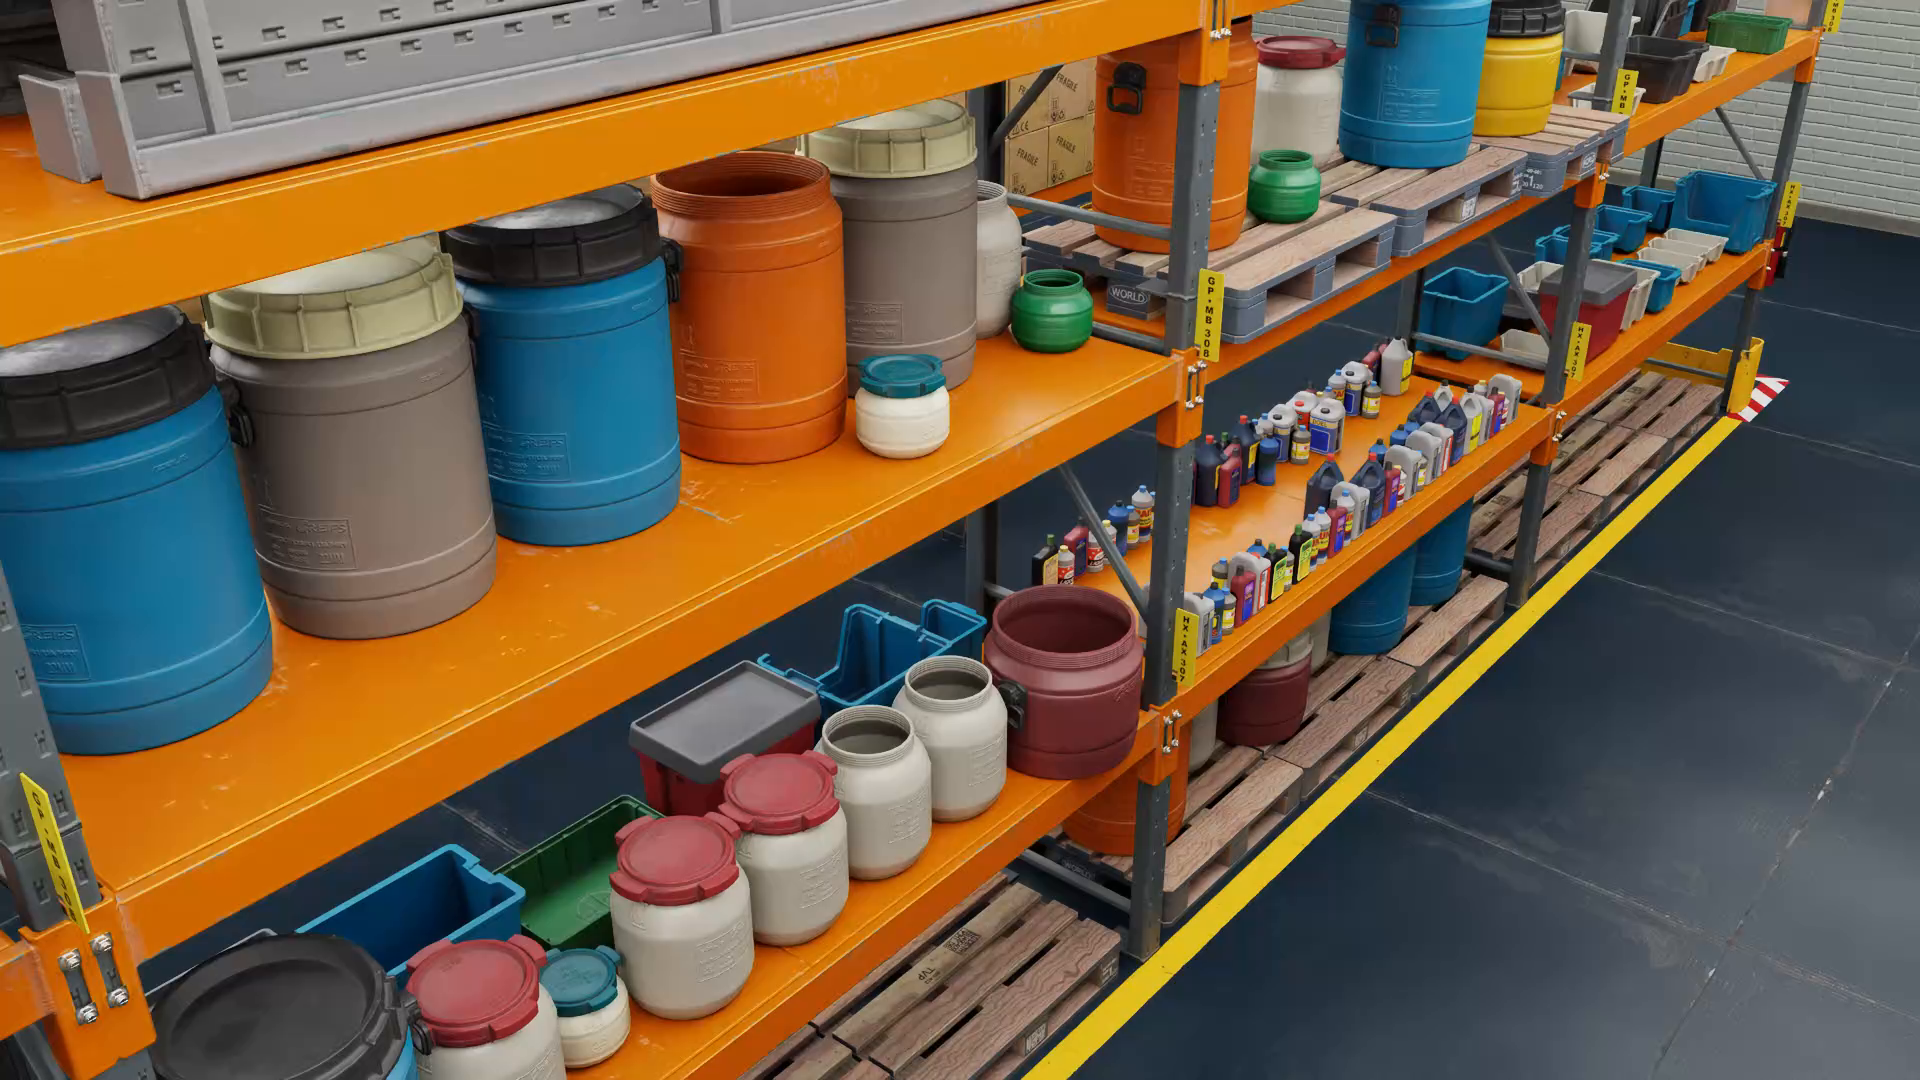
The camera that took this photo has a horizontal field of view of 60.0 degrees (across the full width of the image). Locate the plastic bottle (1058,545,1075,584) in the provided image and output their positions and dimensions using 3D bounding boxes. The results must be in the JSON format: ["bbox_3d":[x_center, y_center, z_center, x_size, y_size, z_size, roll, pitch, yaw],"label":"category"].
[{"bbox_3d":[0.465,0.122,7.467,0.097,0.201,0.097,0,27,0],"label":"plastic bottle"}]

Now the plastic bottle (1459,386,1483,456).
[{"bbox_3d":[2.661,-0.638,8.772,0.144,0.351,0.185,21,34,34],"label":"plastic bottle"}]

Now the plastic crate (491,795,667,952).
[{"bbox_3d":[-1.205,1.149,5.494,0.450,0.188,0.662,21,34,34],"label":"plastic crate"}]

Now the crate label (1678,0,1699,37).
[{"bbox_3d":[4.702,-3.533,11.212,0.408,0.251,0.502,21,34,34],"label":"crate label"}]

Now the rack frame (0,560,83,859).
[{"bbox_3d":[-2.095,-0.909,2.714,1.000,3.000,0.127,21,34,34],"label":"rack frame"}]

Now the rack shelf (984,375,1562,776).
[{"bbox_3d":[1.721,-0.053,8.370,1.077,0.370,4.000,21,34,34],"label":"rack shelf"}]

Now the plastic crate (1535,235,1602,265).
[{"bbox_3d":[4.098,-1.887,11.250,0.416,0.233,0.300,21,34,34],"label":"plastic crate"}]

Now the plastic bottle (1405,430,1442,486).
[{"bbox_3d":[2.353,-0.436,8.463,0.152,0.276,0.135,21,34,34],"label":"plastic bottle"}]

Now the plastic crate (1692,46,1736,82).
[{"bbox_3d":[4.415,-2.909,10.132,0.437,0.136,0.530,21,34,34],"label":"plastic crate"}]

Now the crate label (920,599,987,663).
[{"bbox_3d":[-0.108,0.451,6.795,0.303,0.233,0.416,21,34,34],"label":"crate label"}]

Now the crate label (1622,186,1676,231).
[{"bbox_3d":[5.127,-2.460,12.358,0.416,0.233,0.303,21,34,34],"label":"crate label"}]

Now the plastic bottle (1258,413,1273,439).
[{"bbox_3d":[1.574,-0.528,8.645,0.097,0.271,0.097,0,27,0],"label":"plastic bottle"}]

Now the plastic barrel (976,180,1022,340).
[{"bbox_3d":[0.015,-1.024,6.079,0.421,0.512,0.421,0,27,0],"label":"plastic barrel"}]

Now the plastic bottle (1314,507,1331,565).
[{"bbox_3d":[1.657,-0.026,7.675,0.097,0.271,0.097,0,27,0],"label":"plastic bottle"}]

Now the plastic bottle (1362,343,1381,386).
[{"bbox_3d":[2.346,-0.977,9.500,0.061,0.283,0.133,21,34,34],"label":"plastic bottle"}]

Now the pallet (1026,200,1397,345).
[{"bbox_3d":[1.011,-1.154,6.657,1.003,0.211,1.213,21,34,34],"label":"pallet"}]

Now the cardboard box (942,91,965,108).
[{"bbox_3d":[-0.310,-3.104,12.288,0.500,0.500,0.500,22,34,36],"label":"cardboard box"}]

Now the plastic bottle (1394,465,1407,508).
[{"bbox_3d":[2.153,-0.271,8.226,0.097,0.201,0.097,0,27,0],"label":"plastic bottle"}]

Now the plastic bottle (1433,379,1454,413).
[{"bbox_3d":[2.550,-0.680,8.853,0.144,0.351,0.185,21,34,34],"label":"plastic bottle"}]

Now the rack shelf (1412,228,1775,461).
[{"bbox_3d":[4.266,-1.471,11.111,1.077,0.370,4.000,21,34,34],"label":"rack shelf"}]

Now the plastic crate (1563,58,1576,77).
[{"bbox_3d":[3.509,-2.859,10.033,0.293,0.136,0.466,21,34,34],"label":"plastic crate"}]

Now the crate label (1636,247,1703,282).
[{"bbox_3d":[4.805,-1.862,11.307,0.396,0.136,0.243,21,34,34],"label":"crate label"}]

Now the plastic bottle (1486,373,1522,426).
[{"bbox_3d":[2.992,-0.792,9.151,0.152,0.276,0.135,21,34,34],"label":"plastic bottle"}]

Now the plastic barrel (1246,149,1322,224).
[{"bbox_3d":[1.301,-1.421,6.680,0.294,0.245,0.294,0,27,0],"label":"plastic barrel"}]

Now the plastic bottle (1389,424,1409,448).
[{"bbox_3d":[2.245,-0.464,8.522,0.097,0.271,0.097,0,27,0],"label":"plastic bottle"}]

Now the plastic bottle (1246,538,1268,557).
[{"bbox_3d":[1.316,0.120,7.393,0.097,0.271,0.097,0,27,0],"label":"plastic bottle"}]

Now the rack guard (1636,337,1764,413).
[{"bbox_3d":[5.543,-1.401,12.915,1.175,0.500,0.348,21,34,34],"label":"rack guard"}]

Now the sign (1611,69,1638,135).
[{"bbox_3d":[3.417,-2.256,8.572,0.100,0.325,0.005,21,34,34],"label":"sign"}]

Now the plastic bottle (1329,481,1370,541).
[{"bbox_3d":[1.856,-0.159,7.927,0.152,0.276,0.135,21,34,34],"label":"plastic bottle"}]

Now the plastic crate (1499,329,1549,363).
[{"bbox_3d":[3.400,-1.114,9.860,0.396,0.136,0.243,21,34,34],"label":"plastic crate"}]

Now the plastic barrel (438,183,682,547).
[{"bbox_3d":[-1.107,-0.507,4.656,0.600,0.901,0.708,21,34,34],"label":"plastic barrel"}]

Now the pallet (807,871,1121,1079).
[{"bbox_3d":[-0.074,1.839,6.966,1.003,0.211,1.213,21,34,34],"label":"pallet"}]

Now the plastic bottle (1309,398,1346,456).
[{"bbox_3d":[1.933,-0.601,8.781,0.152,0.276,0.135,21,34,34],"label":"plastic bottle"}]

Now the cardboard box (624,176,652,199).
[{"bbox_3d":[-1.902,-2.117,11.011,0.700,0.500,0.500,12,30,22],"label":"cardboard box"}]

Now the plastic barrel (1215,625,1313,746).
[{"bbox_3d":[1.466,0.643,8.410,0.600,0.588,0.708,21,34,34],"label":"plastic barrel"}]

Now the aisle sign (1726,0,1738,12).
[{"bbox_3d":[5.354,-3.766,11.937,0.394,0.787,0.004,21,34,34],"label":"aisle sign"}]

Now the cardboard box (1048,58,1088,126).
[{"bbox_3d":[0.673,-3.652,13.348,0.500,0.500,0.500,22,35,36],"label":"cardboard box"}]

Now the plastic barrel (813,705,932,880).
[{"bbox_3d":[-0.308,0.864,5.694,0.421,0.512,0.421,0,27,0],"label":"plastic barrel"}]

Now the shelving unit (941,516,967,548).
[{"bbox_3d":[0.034,-0.485,10.545,0.215,1.050,0.252,21,34,34],"label":"shelving unit"}]

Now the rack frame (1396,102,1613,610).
[{"bbox_3d":[2.993,-1.081,9.575,1.000,3.000,0.127,21,34,34],"label":"rack frame"}]

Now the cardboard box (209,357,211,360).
[{"bbox_3d":[-4.089,-0.812,9.152,0.500,0.311,0.500,20,34,34],"label":"cardboard box"}]

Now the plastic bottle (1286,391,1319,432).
[{"bbox_3d":[1.816,-0.645,8.867,0.152,0.276,0.135,21,34,34],"label":"plastic bottle"}]

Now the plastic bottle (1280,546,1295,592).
[{"bbox_3d":[1.448,0.122,7.466,0.097,0.201,0.097,0,27,0],"label":"plastic bottle"}]

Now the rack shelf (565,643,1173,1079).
[{"bbox_3d":[-0.823,1.366,5.629,1.077,0.370,4.000,21,34,34],"label":"rack shelf"}]

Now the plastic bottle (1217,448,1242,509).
[{"bbox_3d":[1.333,-0.308,8.208,0.061,0.283,0.133,21,34,34],"label":"plastic bottle"}]

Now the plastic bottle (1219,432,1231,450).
[{"bbox_3d":[1.307,-0.397,8.380,0.061,0.283,0.133,21,34,34],"label":"plastic bottle"}]

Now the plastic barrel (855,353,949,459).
[{"bbox_3d":[-0.180,-0.415,5.173,0.301,0.262,0.301,0,27,0],"label":"plastic barrel"}]

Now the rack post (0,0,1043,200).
[{"bbox_3d":[-0.909,-1.721,4.066,1.013,1.000,3.121,21,34,34],"label":"rack post"}]

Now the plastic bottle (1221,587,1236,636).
[{"bbox_3d":[1.131,0.299,7.124,0.097,0.201,0.097,0,27,0],"label":"plastic bottle"}]

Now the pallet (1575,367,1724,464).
[{"bbox_3d":[4.983,-0.980,12.414,1.003,0.211,1.213,21,34,34],"label":"pallet"}]

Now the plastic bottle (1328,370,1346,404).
[{"bbox_3d":[2.077,-0.808,9.188,0.097,0.271,0.097,0,27,0],"label":"plastic bottle"}]

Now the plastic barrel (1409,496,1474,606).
[{"bbox_3d":[2.634,-0.148,9.598,0.600,0.901,0.708,21,34,34],"label":"plastic barrel"}]

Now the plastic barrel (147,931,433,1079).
[{"bbox_3d":[-1.616,1.484,4.071,0.600,0.901,0.708,21,34,34],"label":"plastic barrel"}]

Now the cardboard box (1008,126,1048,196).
[{"bbox_3d":[0.351,-3.035,13.243,0.500,0.500,0.500,21,34,34],"label":"cardboard box"}]

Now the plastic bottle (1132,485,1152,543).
[{"bbox_3d":[0.859,-0.129,7.876,0.097,0.271,0.097,0,27,0],"label":"plastic bottle"}]

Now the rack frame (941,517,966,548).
[{"bbox_3d":[-0.044,-0.442,10.462,0.200,1.050,0.008,21,34,34],"label":"rack frame"}]
